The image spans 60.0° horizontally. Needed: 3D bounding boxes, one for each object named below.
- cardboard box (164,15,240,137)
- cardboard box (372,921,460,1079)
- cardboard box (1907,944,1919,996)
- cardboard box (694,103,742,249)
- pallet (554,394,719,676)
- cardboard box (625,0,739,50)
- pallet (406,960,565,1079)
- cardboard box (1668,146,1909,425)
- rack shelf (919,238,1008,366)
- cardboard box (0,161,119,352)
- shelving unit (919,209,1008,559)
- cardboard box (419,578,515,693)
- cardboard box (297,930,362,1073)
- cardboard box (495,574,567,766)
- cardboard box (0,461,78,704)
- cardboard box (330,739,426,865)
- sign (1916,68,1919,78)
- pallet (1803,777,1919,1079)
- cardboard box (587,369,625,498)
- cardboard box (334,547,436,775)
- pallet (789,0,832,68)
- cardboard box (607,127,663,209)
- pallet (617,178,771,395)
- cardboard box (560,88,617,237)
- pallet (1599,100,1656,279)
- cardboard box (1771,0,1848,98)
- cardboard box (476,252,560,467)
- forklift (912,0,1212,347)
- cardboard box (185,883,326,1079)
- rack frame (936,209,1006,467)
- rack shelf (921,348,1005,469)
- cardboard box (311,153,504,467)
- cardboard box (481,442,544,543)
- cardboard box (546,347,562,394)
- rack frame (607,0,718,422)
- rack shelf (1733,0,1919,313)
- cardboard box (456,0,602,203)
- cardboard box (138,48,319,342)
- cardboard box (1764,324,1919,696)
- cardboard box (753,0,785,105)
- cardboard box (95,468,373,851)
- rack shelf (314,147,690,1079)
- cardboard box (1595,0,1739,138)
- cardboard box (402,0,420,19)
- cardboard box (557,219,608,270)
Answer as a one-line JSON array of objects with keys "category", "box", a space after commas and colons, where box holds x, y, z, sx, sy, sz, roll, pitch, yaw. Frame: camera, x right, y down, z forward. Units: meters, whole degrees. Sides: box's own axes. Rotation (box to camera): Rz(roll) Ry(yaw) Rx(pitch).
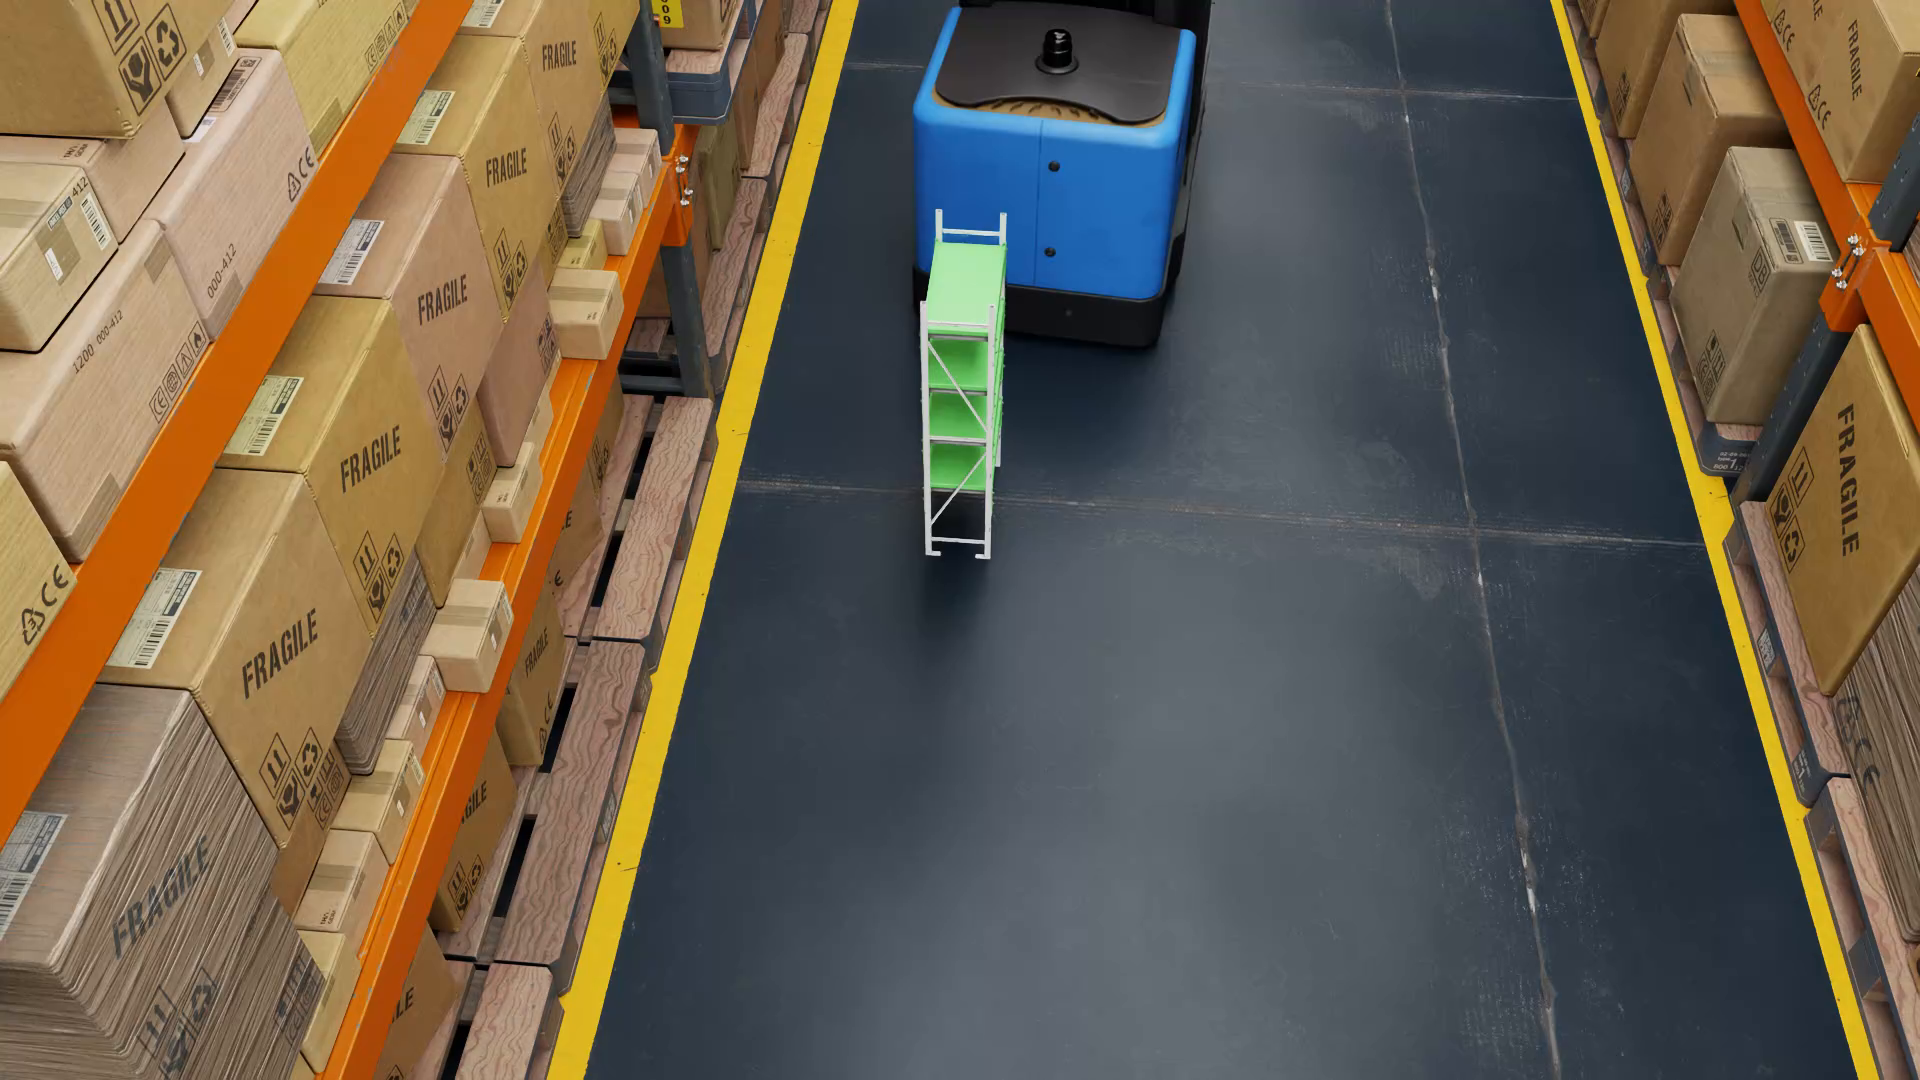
[{"category": "cardboard box", "box": [-1.439, -0.802, 2.749, 0.380, 0.149, 0.250, 2, 48, 2]}, {"category": "cardboard box", "box": [-1.753, 1.237, 4.495, 0.500, 0.500, 0.500, 15, 49, 14]}, {"category": "cardboard box", "box": [3.158, 1.268, 4.213, 0.875, 0.875, 0.875, 3, 48, 3]}, {"category": "cardboard box", "box": [-1.343, -1.609, 7.084, 0.700, 0.500, 0.500, 4, 48, 3]}, {"category": "pallet", "box": [-1.508, -0.068, 6.169, 1.003, 0.211, 1.213, 4, 48, 4]}, {"category": "cardboard box", "box": [-1.270, -2.423, 5.743, 1.000, 1.000, 1.000, 4, 48, 4]}, {"category": "pallet", "box": [-1.731, 1.725, 4.529, 1.003, 0.211, 1.213, 4, 48, 4]}, {"category": "cardboard box", "box": [3.415, -0.942, 6.318, 1.050, 0.750, 0.750, 4, 48, 3]}, {"category": "rack shelf", "box": [0.015, -0.807, 5.611, 0.258, 0.148, 0.480, 4, 48, 4]}, {"category": "cardboard box", "box": [-1.475, -0.422, 2.402, 0.380, 0.149, 0.250, 6, 48, 5]}, {"category": "shelving unit", "box": [0.015, -0.527, 5.919, 0.258, 1.200, 0.503, 4, 48, 4]}, {"category": "cardboard box", "box": [-1.350, 0.230, 4.177, 0.380, 0.149, 0.250, 4, 48, 4]}, {"category": "cardboard box", "box": [-1.504, 0.961, 3.509, 0.380, 0.149, 0.250, 4, 48, 4]}, {"category": "cardboard box", "box": [-1.581, 0.371, 5.287, 0.500, 0.500, 0.500, 0, 48, 0]}, {"category": "cardboard box", "box": [-1.545, 0.136, 2.162, 0.500, 0.250, 0.500, 5, 48, 5]}, {"category": "cardboard box", "box": [-1.472, 0.592, 3.846, 0.380, 0.149, 0.250, 4, 48, 4]}, {"category": "sign", "box": [2.907, -1.490, 4.849, 0.100, 0.325, 0.005, 4, 48, 4]}, {"category": "pallet", "box": [3.192, 1.297, 4.921, 1.003, 0.211, 1.213, 4, 48, 4]}, {"category": "cardboard box", "box": [-1.558, -0.512, 6.095, 0.500, 0.500, 0.500, 3, 48, 2]}, {"category": "cardboard box", "box": [-1.755, 0.158, 3.803, 0.875, 0.500, 0.500, 4, 48, 4]}, {"category": "pallet", "box": [-1.190, -2.929, 8.786, 1.003, 0.211, 1.213, 4, 48, 4]}, {"category": "cardboard box", "box": [-1.209, -1.242, 5.524, 0.380, 0.149, 0.250, 4, 48, 4]}, {"category": "pallet", "box": [-1.413, -1.136, 7.146, 1.003, 0.211, 1.213, 4, 48, 4]}, {"category": "cardboard box", "box": [-1.585, -1.312, 5.148, 0.875, 0.500, 0.500, 4, 48, 4]}, {"category": "pallet", "box": [3.552, -1.627, 7.595, 1.003, 0.211, 1.213, 4, 48, 4]}, {"category": "cardboard box", "box": [3.275, -1.903, 5.890, 0.500, 0.500, 0.500, 3, 48, 3]}, {"category": "cardboard box", "box": [-1.611, -0.573, 4.472, 0.875, 0.500, 0.500, 4, 48, 4]}, {"category": "forklift", "box": [0.585, -2.897, 6.914, 1.130, 2.935, 3.031, 8, 48, 7]}, {"category": "cardboard box", "box": [-1.769, 0.898, 3.126, 0.875, 0.500, 0.500, 4, 48, 4]}, {"category": "rack frame", "box": [0.037, -0.706, 6.082, 0.240, 1.200, 0.015, 4, 48, 4]}, {"category": "rack shelf", "box": [0.015, -0.483, 5.966, 0.258, 0.148, 0.480, 4, 48, 4]}, {"category": "cardboard box", "box": [-1.389, -0.525, 3.751, 0.500, 0.500, 0.500, 4, 48, 4]}, {"category": "cardboard box", "box": [-1.360, -0.141, 4.516, 0.380, 0.149, 0.250, 4, 48, 4]}, {"category": "cardboard box", "box": [-1.390, -0.513, 4.857, 0.380, 0.149, 0.250, 4, 48, 4]}, {"category": "rack frame", "box": [-1.482, -1.505, 5.594, 1.000, 3.000, 0.127, 4, 48, 4]}, {"category": "rack shelf", "box": [3.630, -2.324, 6.830, 1.077, 0.370, 4.000, 4, 48, 4]}, {"category": "cardboard box", "box": [-1.293, -1.260, 4.422, 0.500, 0.500, 0.500, 4, 48, 4]}, {"category": "cardboard box", "box": [-1.455, -0.607, 2.841, 0.500, 0.250, 0.500, 4, 48, 3]}, {"category": "cardboard box", "box": [3.321, -0.064, 5.431, 0.875, 0.875, 0.875, 5, 48, 4]}, {"category": "cardboard box", "box": [-1.241, -2.430, 7.835, 0.700, 0.500, 0.500, 7, 48, 7]}, {"category": "cardboard box", "box": [-1.473, 0.210, 3.078, 0.500, 0.500, 0.500, 4, 48, 4]}, {"category": "rack shelf", "box": [-1.664, 0.208, 4.515, 1.077, 0.370, 4.000, 4, 48, 4]}, {"category": "cardboard box", "box": [3.591, -2.335, 7.593, 1.050, 0.750, 0.750, 5, 48, 4]}, {"category": "cardboard box", "box": [-1.363, -1.356, 3.526, 0.500, 0.250, 0.500, 4, 48, 3]}, {"category": "cardboard box", "box": [-1.324, -0.880, 5.192, 0.380, 0.149, 0.250, 4, 48, 4]}]
